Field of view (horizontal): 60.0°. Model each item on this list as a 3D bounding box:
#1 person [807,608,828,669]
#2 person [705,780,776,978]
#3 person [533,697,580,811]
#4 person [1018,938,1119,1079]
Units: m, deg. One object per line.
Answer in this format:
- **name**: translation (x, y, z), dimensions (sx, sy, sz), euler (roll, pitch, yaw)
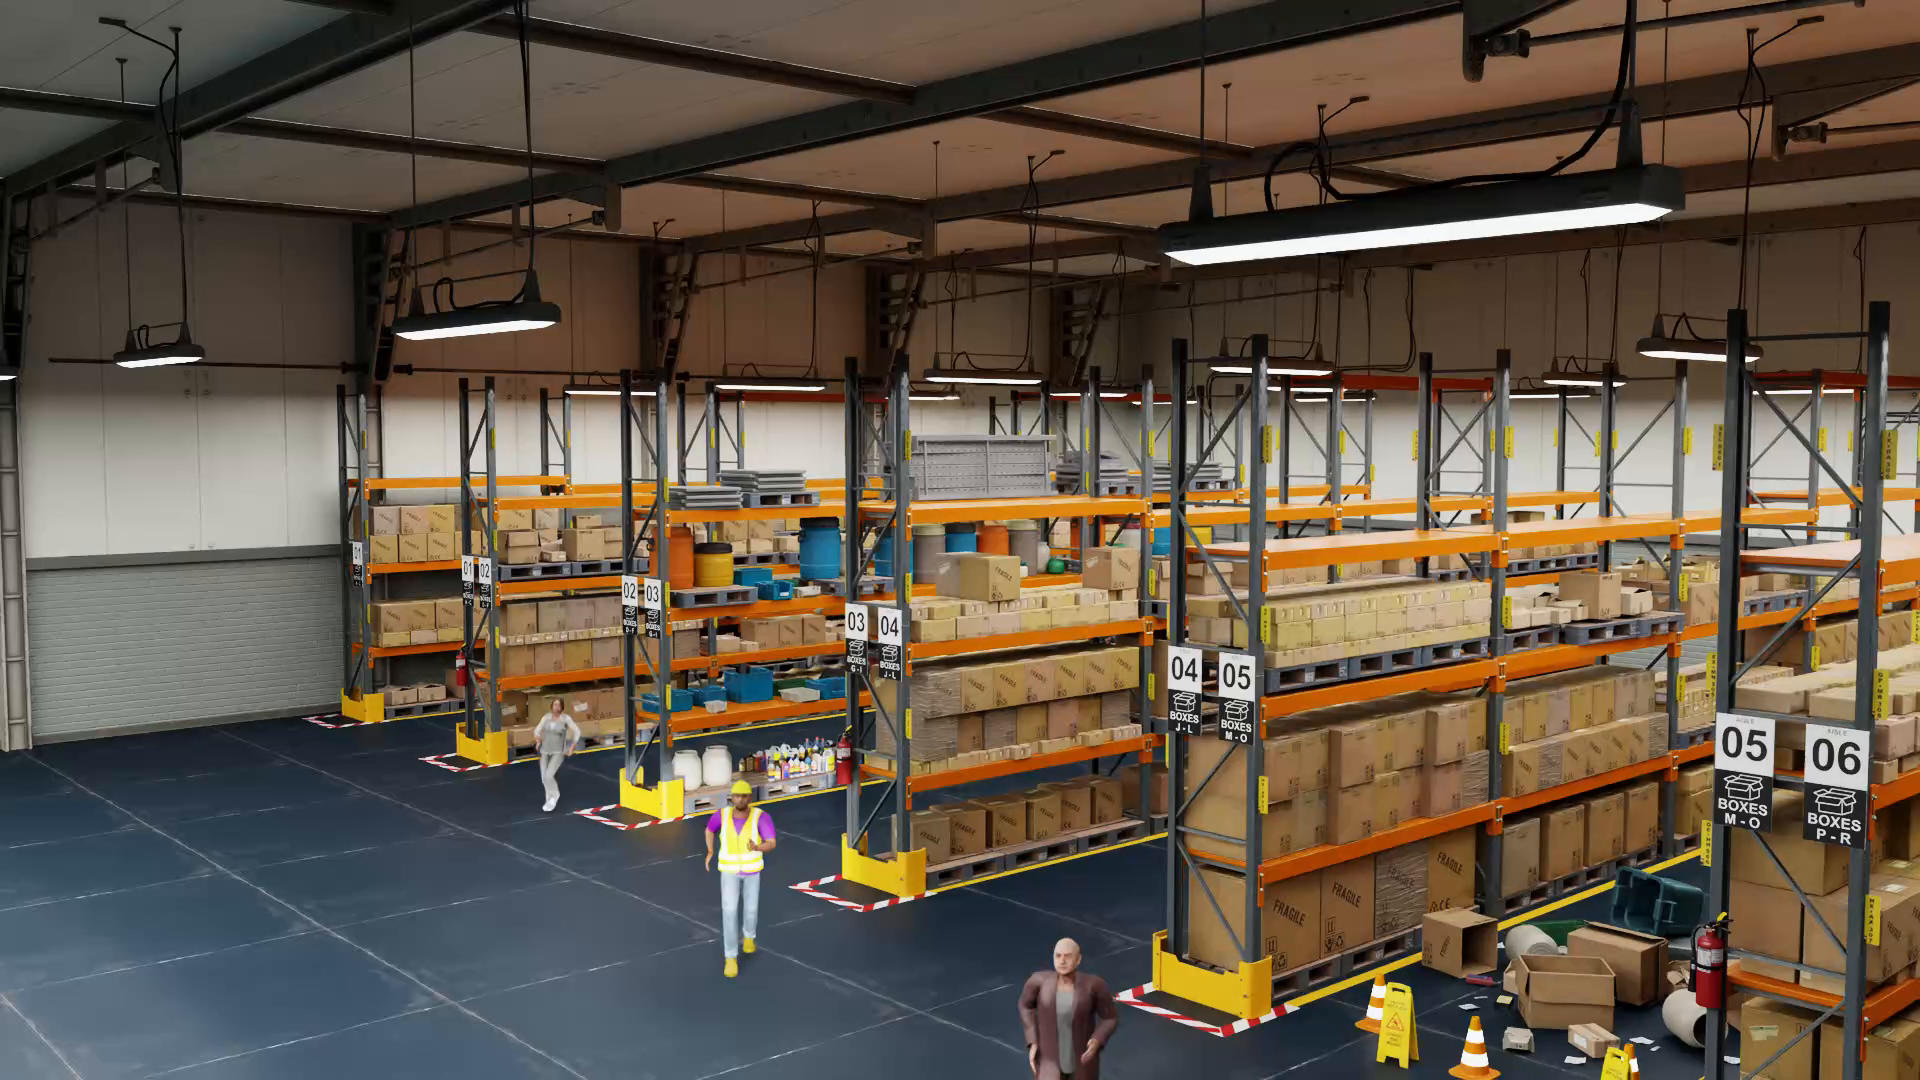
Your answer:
- **person**: translation (-2.839, 2.158, 33.484), dimensions (0.594, 1.622, 0.556), euler (3, 5, 40)
- **person**: translation (-2.115, 3.222, 16.058), dimensions (0.678, 1.823, 0.798), euler (-1, 4, -8)
- **person**: translation (-5.491, 2.906, 22.519), dimensions (0.617, 1.553, 0.543), euler (1, 4, 11)
- **person**: translation (0.721, 3.556, 11.215), dimensions (0.688, 1.747, 0.650), euler (0, 4, 5)
